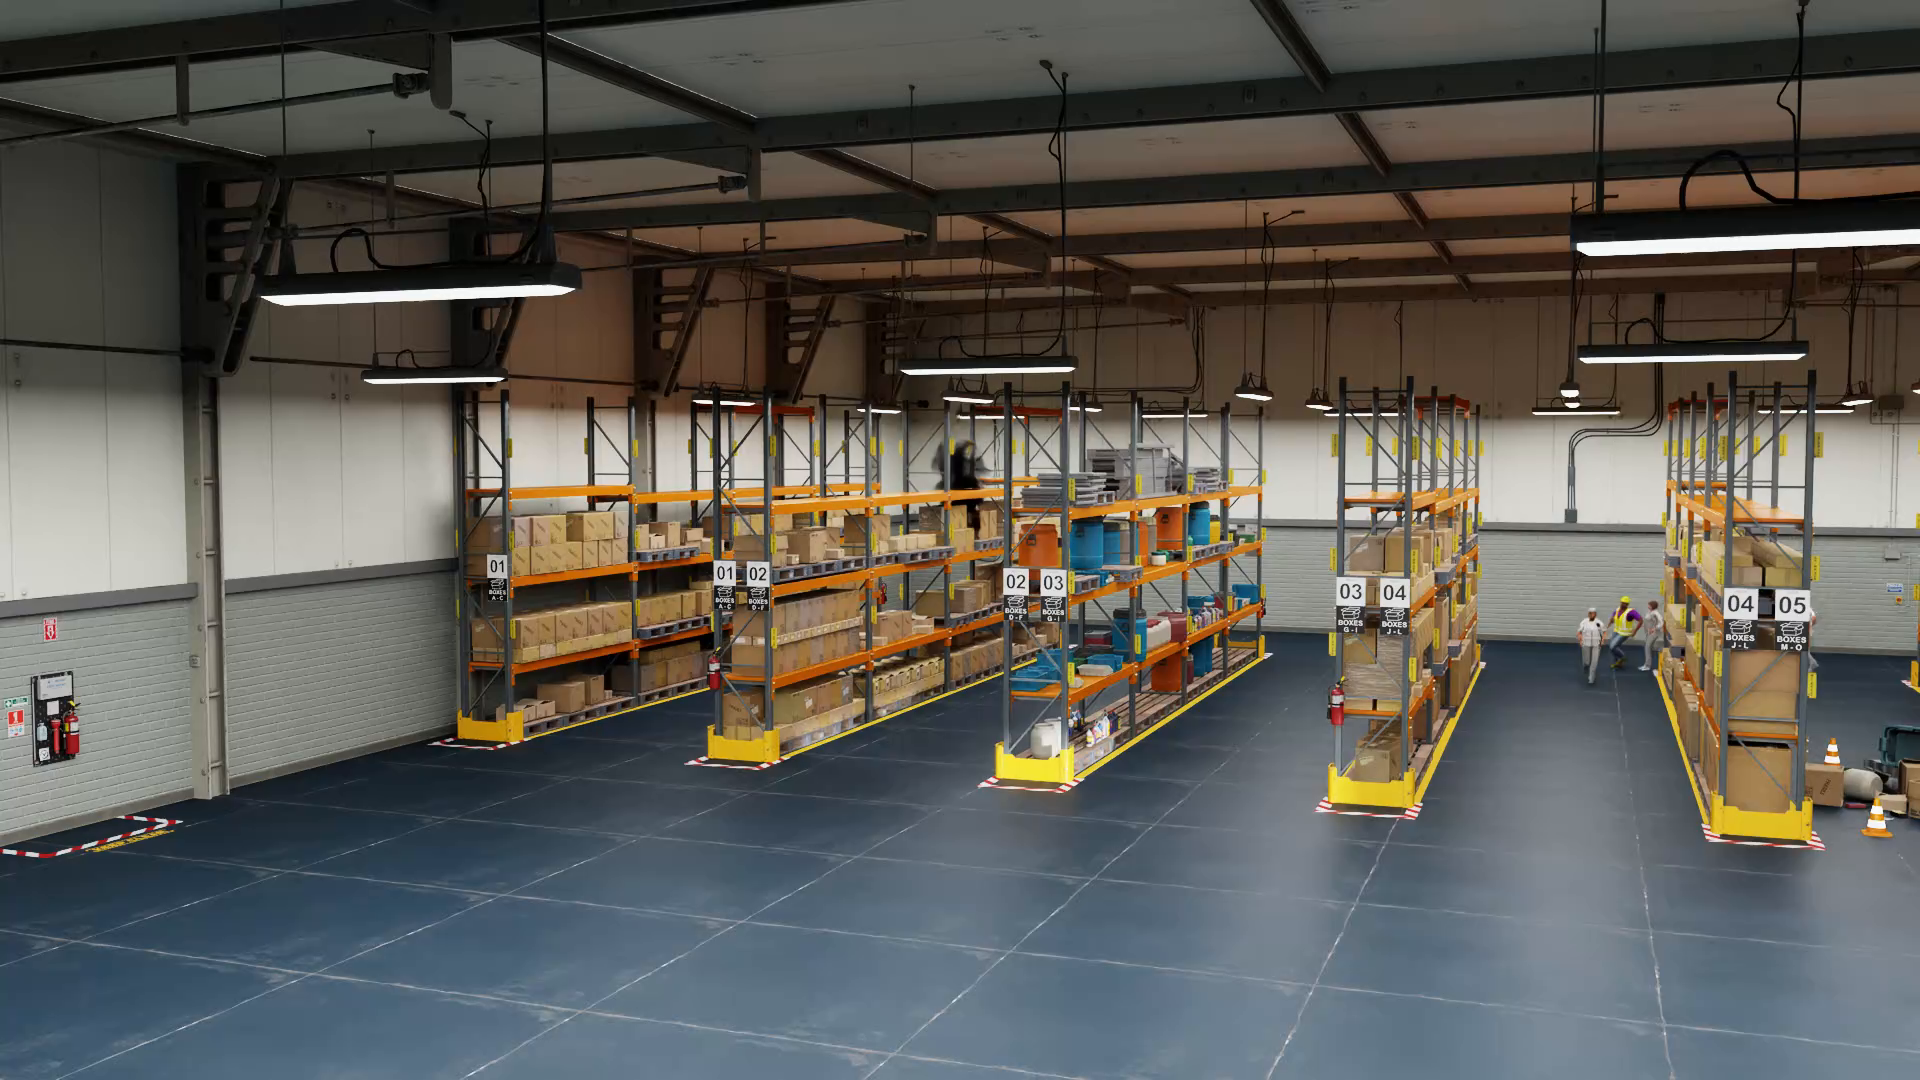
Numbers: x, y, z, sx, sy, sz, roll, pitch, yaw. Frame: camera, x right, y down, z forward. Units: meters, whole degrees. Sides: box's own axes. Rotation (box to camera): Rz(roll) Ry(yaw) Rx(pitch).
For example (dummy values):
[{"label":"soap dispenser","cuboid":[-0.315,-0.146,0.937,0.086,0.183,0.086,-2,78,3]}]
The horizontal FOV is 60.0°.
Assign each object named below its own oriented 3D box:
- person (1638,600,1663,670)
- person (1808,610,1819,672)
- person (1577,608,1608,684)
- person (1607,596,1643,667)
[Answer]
[{"label":"person","cuboid":[15.672,2.142,37.563,0.750,1.581,0.564,0,3,1]},{"label":"person","cuboid":[18.474,2.077,36.676,0.863,1.800,0.653,1,3,14]},{"label":"person","cuboid":[13.483,2.257,35.461,0.620,1.603,0.671,1,3,19]},{"label":"person","cuboid":[15.004,2.098,37.692,0.583,1.665,0.808,-1,3,-17]}]
